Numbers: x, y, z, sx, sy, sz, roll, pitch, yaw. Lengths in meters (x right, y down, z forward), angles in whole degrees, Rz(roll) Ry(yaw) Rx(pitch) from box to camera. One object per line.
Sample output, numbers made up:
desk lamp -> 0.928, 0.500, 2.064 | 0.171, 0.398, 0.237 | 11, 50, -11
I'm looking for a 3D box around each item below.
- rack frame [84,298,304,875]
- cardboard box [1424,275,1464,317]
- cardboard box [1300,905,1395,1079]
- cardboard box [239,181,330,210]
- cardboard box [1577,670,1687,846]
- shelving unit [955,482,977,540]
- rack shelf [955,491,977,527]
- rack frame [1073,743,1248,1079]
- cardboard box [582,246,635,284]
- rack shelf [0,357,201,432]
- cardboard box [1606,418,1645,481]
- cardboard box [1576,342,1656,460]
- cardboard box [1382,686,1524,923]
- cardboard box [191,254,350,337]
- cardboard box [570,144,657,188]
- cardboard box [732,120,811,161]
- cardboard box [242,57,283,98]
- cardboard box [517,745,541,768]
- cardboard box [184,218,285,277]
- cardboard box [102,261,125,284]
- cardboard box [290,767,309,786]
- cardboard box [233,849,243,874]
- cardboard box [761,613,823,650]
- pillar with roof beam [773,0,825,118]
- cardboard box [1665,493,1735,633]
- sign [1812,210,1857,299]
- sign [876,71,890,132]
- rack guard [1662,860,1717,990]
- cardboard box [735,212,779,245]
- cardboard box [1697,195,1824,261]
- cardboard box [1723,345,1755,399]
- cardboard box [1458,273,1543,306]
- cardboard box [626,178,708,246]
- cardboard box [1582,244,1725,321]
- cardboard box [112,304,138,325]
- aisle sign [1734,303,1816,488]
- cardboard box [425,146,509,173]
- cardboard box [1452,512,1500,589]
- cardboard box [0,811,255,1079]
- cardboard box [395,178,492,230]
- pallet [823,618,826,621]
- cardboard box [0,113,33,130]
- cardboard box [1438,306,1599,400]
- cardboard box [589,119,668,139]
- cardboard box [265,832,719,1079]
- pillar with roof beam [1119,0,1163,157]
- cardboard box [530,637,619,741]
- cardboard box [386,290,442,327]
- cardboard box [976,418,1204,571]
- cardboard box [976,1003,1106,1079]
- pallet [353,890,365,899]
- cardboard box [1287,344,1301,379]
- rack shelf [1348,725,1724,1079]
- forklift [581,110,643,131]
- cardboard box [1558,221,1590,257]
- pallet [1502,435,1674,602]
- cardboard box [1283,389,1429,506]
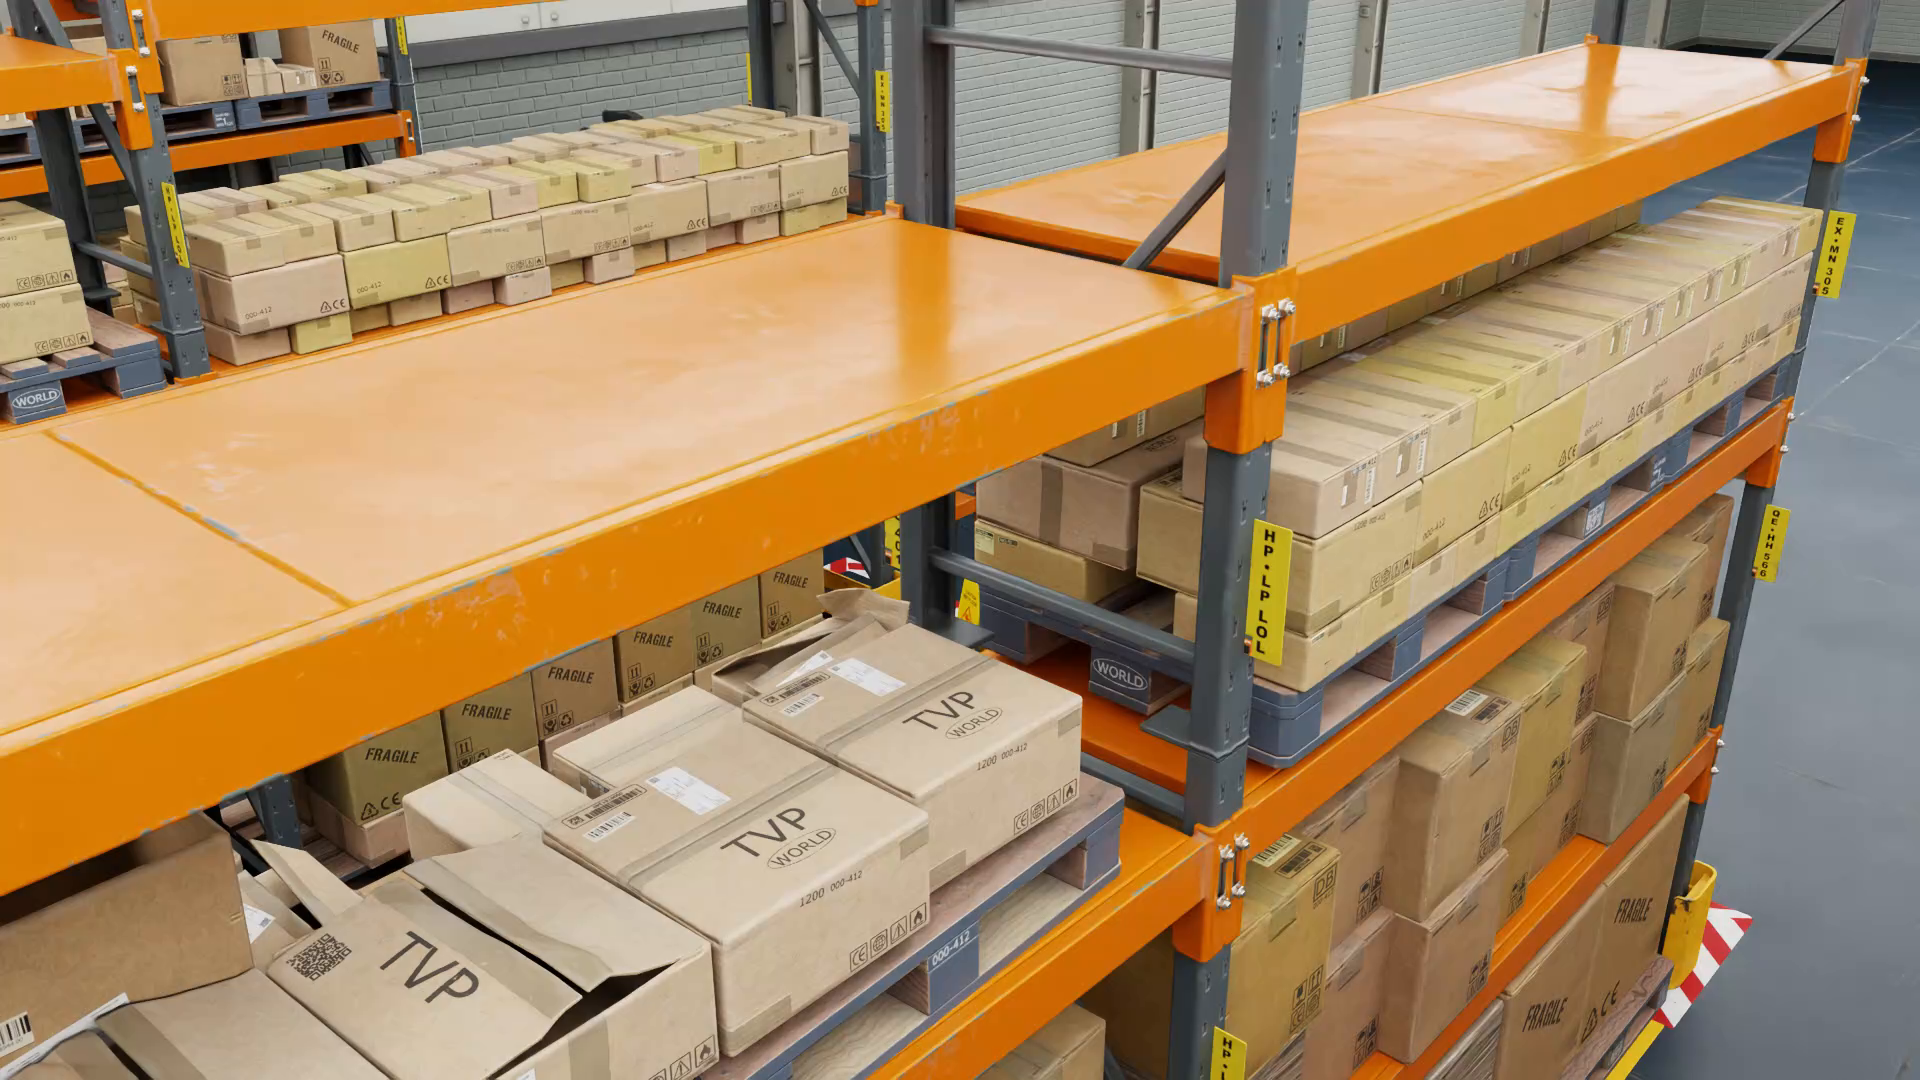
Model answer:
rack frame -> -3.498, 0.397, 7.668 | 1.000, 3.000, 0.127 | 20, 31, 38
cardboard box -> 1.445, -0.876, 5.539 | 0.380, 0.149, 0.250 | 21, 31, 38
cardboard box -> 0.843, 1.360, 5.337 | 0.875, 0.550, 0.550 | 20, 31, 38
cardboard box -> -3.093, -1.532, 7.637 | 0.380, 0.149, 0.250 | 21, 32, 39
cardboard box -> 2.360, 0.730, 6.743 | 0.875, 0.550, 0.550 | 20, 31, 38
shelving unit -> -0.036, -0.463, 11.970 | 0.215, 1.050, 0.252 | 20, 31, 38
rack shelf -> -0.036, -0.199, 12.088 | 0.215, 0.259, 0.240 | 20, 31, 38
rack frame -> 0.255, 1.718, 4.723 | 1.000, 3.000, 0.127 | 20, 31, 38
cardboard box -> -1.851, -1.410, 8.341 | 0.380, 0.149, 0.250 | 20, 31, 37
rack shelf -> -4.833, -0.034, 5.843 | 1.077, 0.370, 4.000 | 20, 31, 38
cardboard box -> 1.937, -0.333, 5.304 | 0.380, 0.149, 0.250 | 21, 31, 38
cardboard box -> 1.799, -0.490, 5.165 | 0.500, 0.250, 0.500 | 20, 31, 38
cardboard box -> 1.270, 0.728, 5.428 | 0.875, 0.550, 0.550 | 20, 31, 38
cardboard box -> -3.001, -1.098, 7.157 | 0.500, 0.250, 0.500 | 19, 31, 36
cardboard box -> -1.762, -1.896, 8.450 | 0.380, 0.149, 0.250 | 19, 30, 36
cardboard box -> -1.035, -2.187, 9.100 | 0.380, 0.149, 0.250 | 21, 31, 38
cardboard box -> -5.024, -3.307, 11.794 | 0.396, 0.266, 0.258 | 20, 31, 38
cardboard box -> -2.556, 1.189, 8.751 | 0.500, 0.250, 0.500 | -22, 32, -40
cardboard box -> -3.045, -1.227, 6.958 | 0.380, 0.149, 0.250 | 19, 31, 37
cardboard box -> -5.963, -1.864, 11.434 | 0.380, 0.149, 0.250 | 20, 31, 37
cardboard box -> -3.303, 0.865, 8.557 | 0.500, 0.500, 0.500 | 20, 31, 37
cardboard box -> -3.847, 1.565, 7.762 | 0.950, 0.372, 0.625 | 21, 31, 38
cardboard box -> -1.184, 0.569, 10.134 | 0.500, 0.250, 0.500 | 20, 31, 37
pillar with roof beam -> 1.547, -5.599, 13.711 | 9.100, 9.000, 0.400 | 20, 31, 38
cardboard box -> 2.648, 0.041, 6.960 | 0.875, 0.550, 0.550 | 20, 31, 38
sign -> 3.320, -1.085, 6.322 | 0.100, 0.325, 0.005 | 20, 31, 38
sign -> -0.429, -2.436, 9.240 | 0.100, 0.325, 0.005 | 20, 31, 38
rack guard -> 2.941, 1.633, 7.968 | 1.175, 0.500, 0.348 | 20, 31, 38
cardboard box -> -1.203, -1.734, 9.062 | 0.380, 0.149, 0.250 | 21, 32, 39
cardboard box -> 2.953, -1.160, 6.173 | 0.380, 0.149, 0.250 | 21, 31, 38
cardboard box -> 2.616, -0.643, 5.994 | 0.380, 0.149, 0.250 | 21, 31, 38
cardboard box -> 1.737, -0.788, 5.830 | 0.500, 0.250, 0.500 | 20, 31, 37
cardboard box -> -1.649, -1.715, 8.534 | 0.500, 0.250, 0.500 | 21, 32, 39
cardboard box -> 2.275, -0.852, 5.485 | 0.380, 0.149, 0.250 | 20, 31, 38
cardboard box -> -6.034, -1.384, 11.520 | 0.500, 0.500, 0.500 | 20, 31, 37
aisle sign -> 3.196, -0.626, 6.774 | 0.394, 0.787, 0.004 | 20, 31, 38
cardboard box -> -2.486, -1.875, 8.403 | 0.380, 0.149, 0.250 | 21, 31, 38
cardboard box -> 1.258, -0.022, 4.610 | 0.380, 0.149, 0.250 | 20, 31, 37
cardboard box -> -1.463, 0.679, 2.616 | 0.500, 0.500, 0.500 | 20, 31, 38
cardboard box -> -2.387, -1.555, 7.688 | 0.380, 0.149, 0.250 | 19, 30, 36
pallet -> -1.448, 0.712, 10.375 | 1.003, 0.211, 1.213 | 20, 31, 38
cardboard box -> -6.159, -2.736, 10.662 | 0.380, 0.149, 0.250 | 21, 32, 39
cardboard box -> 1.600, -0.543, 4.797 | 0.380, 0.149, 0.250 | 20, 31, 37
cardboard box -> -1.810, -2.190, 9.105 | 0.380, 0.149, 0.250 | 20, 31, 37
cardboard box -> -0.751, 0.747, 2.696 | 0.500, 0.311, 0.500 | 19, 30, 36
pillar with roof beam -> 5.551, -7.427, 17.788 | 9.100, 9.000, 0.400 | 20, 31, 38
cardboard box -> -2.208, 0.688, 8.950 | 0.500, 0.500, 0.500 | 22, 32, 40
cardboard box -> -2.612, -1.120, 7.694 | 0.380, 0.149, 0.250 | 21, 32, 39
cardboard box -> 0.393, -0.175, 4.463 | 0.500, 0.250, 0.500 | 20, 31, 37
cardboard box -> -0.072, 1.369, 4.157 | 0.700, 0.500, 0.500 | 20, 31, 37
pallet -> -1.280, 1.102, 2.661 | 1.003, 0.211, 1.213 | 22, 32, 40
cardboard box -> 0.766, -0.565, 4.845 | 0.380, 0.149, 0.250 | 21, 31, 38
rack shelf -> 1.590, 1.437, 6.229 | 1.077, 0.370, 4.000 | 20, 31, 38
forklift -> -2.892, -1.600, 12.206 | 3.031, 2.935, 1.130 | 0, 24, 1
cardboard box -> 2.127, -1.187, 6.232 | 0.380, 0.149, 0.250 | 20, 31, 37
pallet -> 1.623, -0.226, 5.502 | 1.003, 0.211, 1.213 | 20, 31, 38
cardboard box -> 0.921, -0.233, 4.105 | 0.380, 0.149, 0.250 | 20, 31, 37
